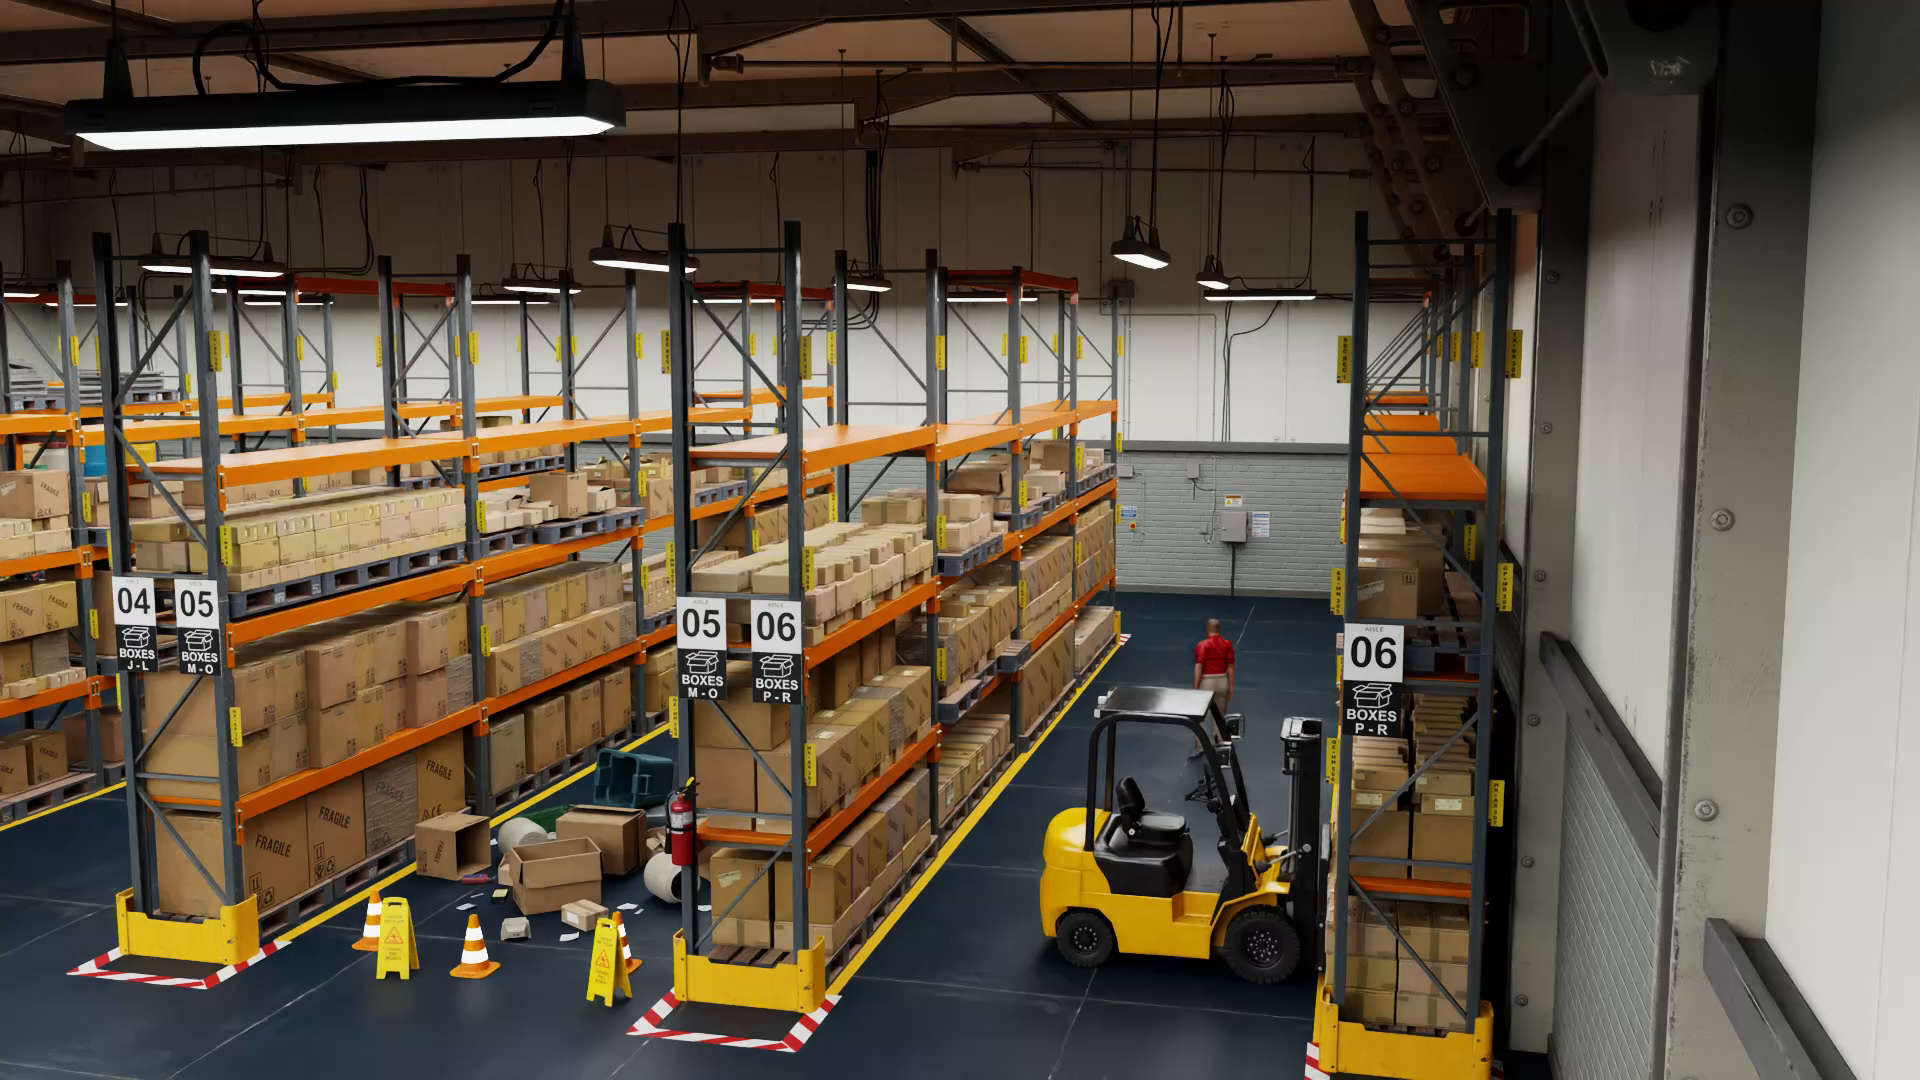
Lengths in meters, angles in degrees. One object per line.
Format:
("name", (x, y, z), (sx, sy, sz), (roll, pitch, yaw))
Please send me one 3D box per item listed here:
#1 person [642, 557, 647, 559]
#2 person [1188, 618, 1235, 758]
("person", (-5.123, 1.084, 27.045), (0.450, 1.620, 0.429), (-1, 7, -5))
("person", (3.097, 1.841, 20.453), (0.576, 1.766, 0.404), (-2, 7, -18))
